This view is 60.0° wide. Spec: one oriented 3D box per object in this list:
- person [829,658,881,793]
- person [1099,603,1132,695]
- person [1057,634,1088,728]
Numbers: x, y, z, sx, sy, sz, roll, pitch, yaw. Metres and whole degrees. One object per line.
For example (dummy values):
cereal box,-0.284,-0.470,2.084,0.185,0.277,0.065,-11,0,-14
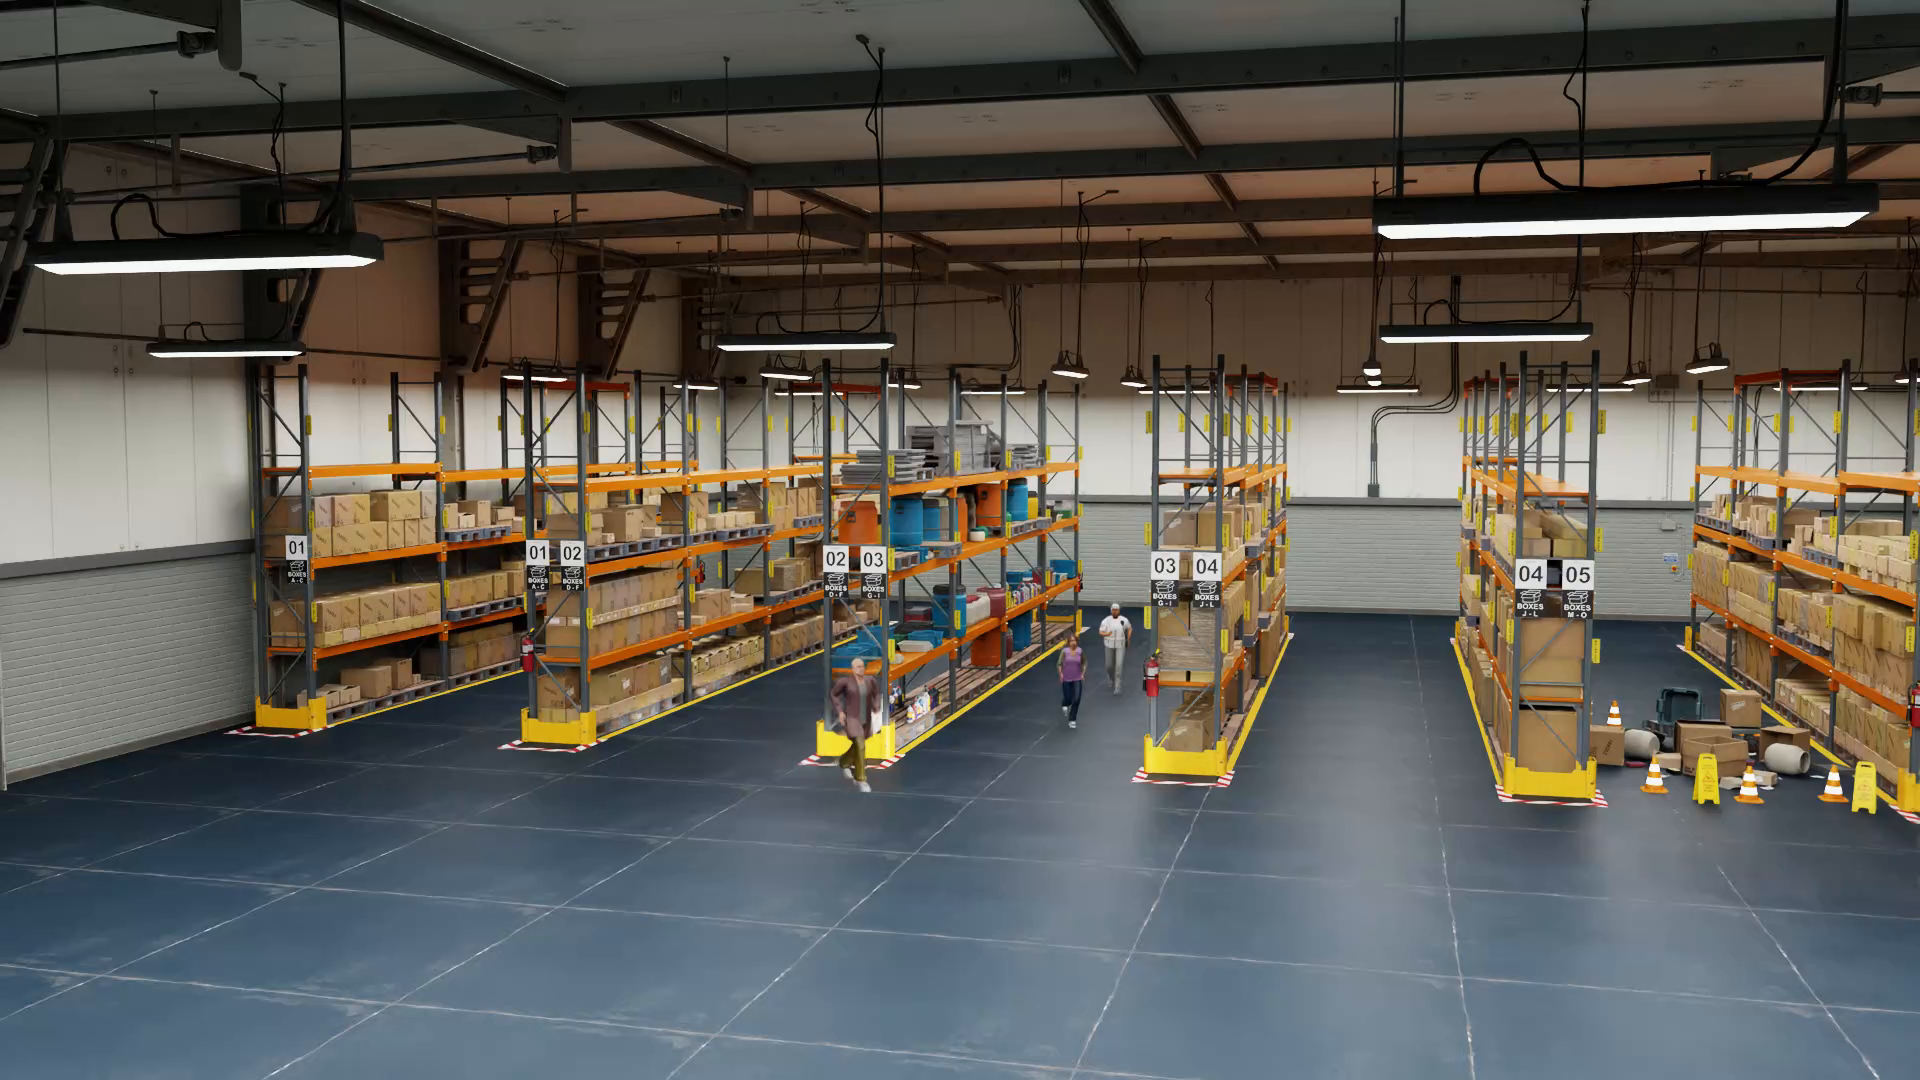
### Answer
person,-1.445,2.531,23.023,0.702,1.828,0.915,-3,5,-36
person,2.909,2.009,31.124,0.607,1.651,0.941,1,4,9
person,1.861,2.326,27.703,0.522,1.554,0.598,0,4,-5
